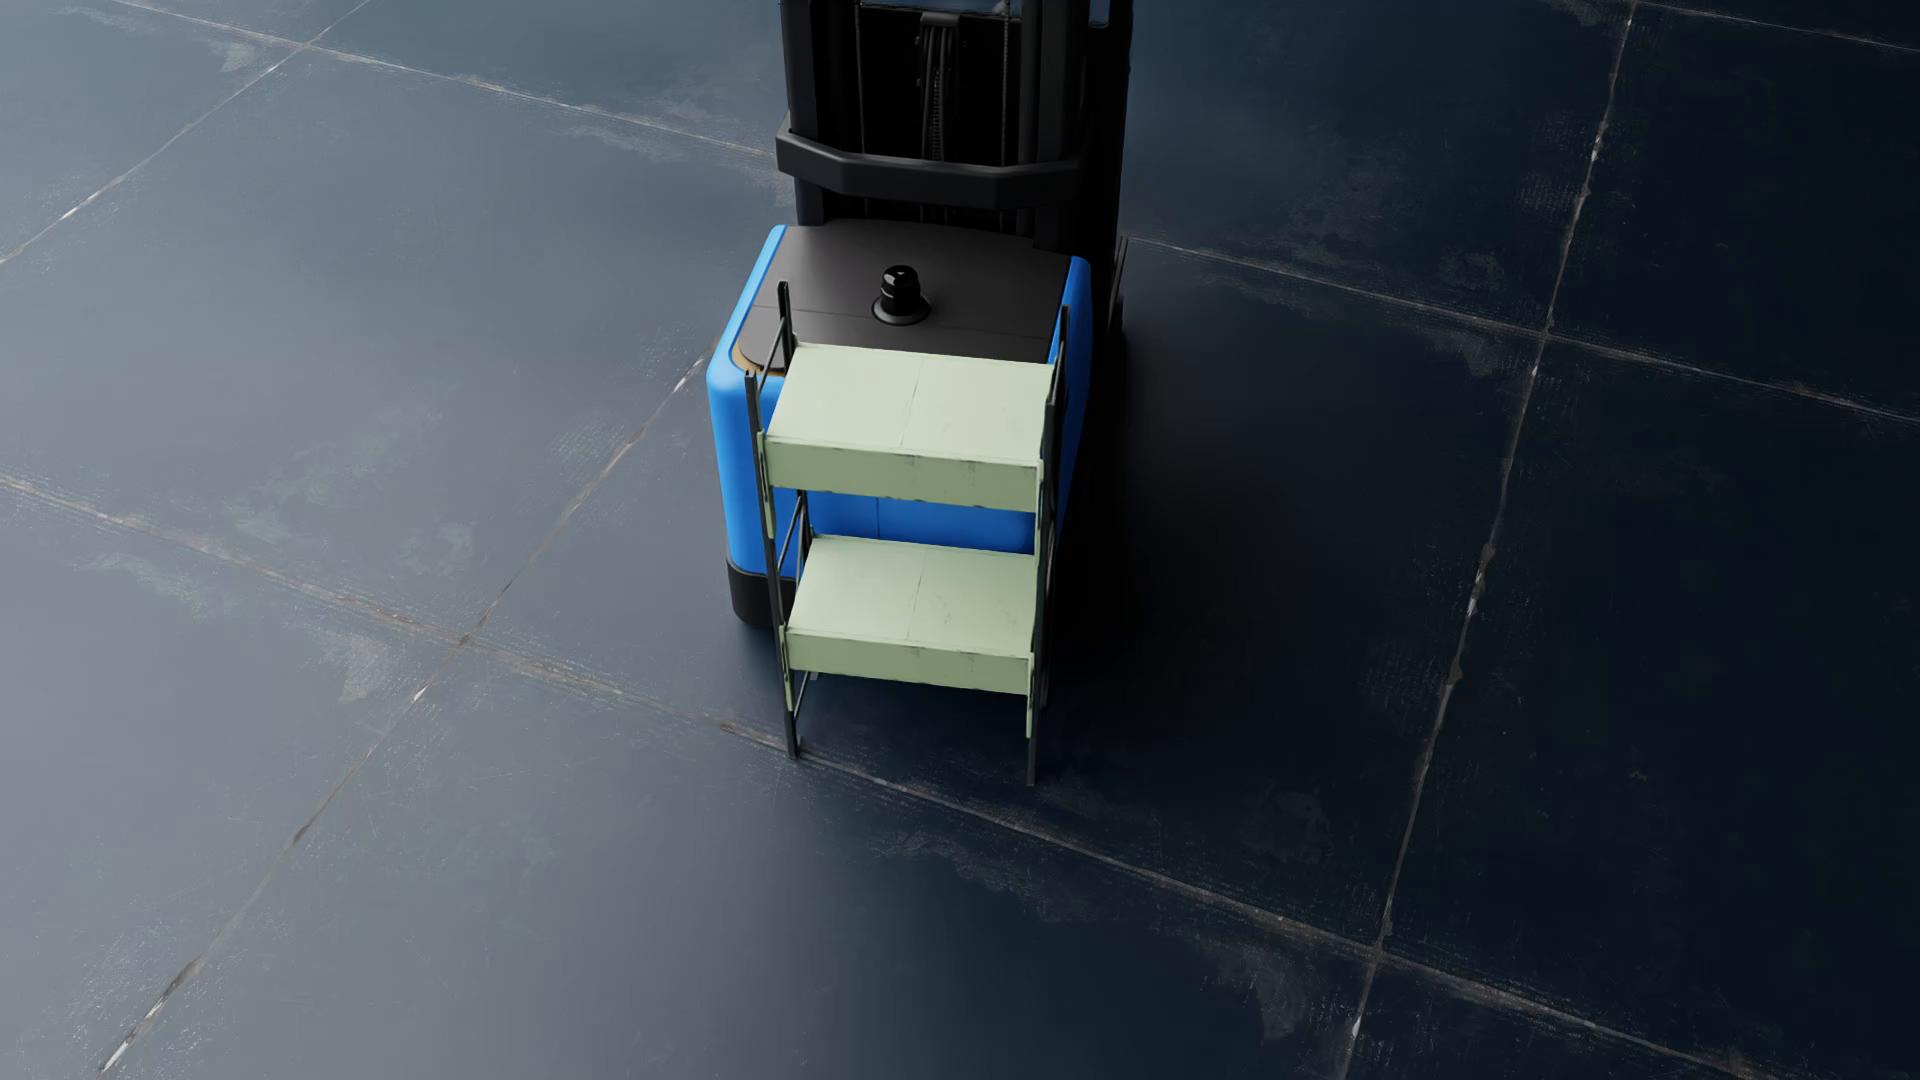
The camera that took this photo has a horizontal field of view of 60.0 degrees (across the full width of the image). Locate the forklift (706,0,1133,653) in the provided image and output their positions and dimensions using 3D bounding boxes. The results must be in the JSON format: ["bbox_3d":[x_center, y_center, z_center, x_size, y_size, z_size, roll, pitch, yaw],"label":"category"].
[{"bbox_3d":[0.030,-1.706,5.387,1.130,2.935,3.031,7,45,7],"label":"forklift"}]

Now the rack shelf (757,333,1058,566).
[{"bbox_3d":[-0.121,-0.242,4.376,0.720,0.370,0.431,6,45,6],"label":"rack shelf"}]

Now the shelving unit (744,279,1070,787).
[{"bbox_3d":[-0.121,0.035,4.651,0.755,1.500,0.431,6,45,6],"label":"shelving unit"}]

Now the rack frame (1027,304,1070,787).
[{"bbox_3d":[0.241,0.072,4.615,0.023,1.500,0.400,6,45,6],"label":"rack frame"}]

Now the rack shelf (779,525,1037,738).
[{"bbox_3d":[-0.121,0.266,4.881,0.720,0.370,0.431,6,45,6],"label":"rack shelf"}]

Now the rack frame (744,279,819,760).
[{"bbox_3d":[-0.483,-0.002,4.688,0.023,1.500,0.400,6,45,6],"label":"rack frame"}]
